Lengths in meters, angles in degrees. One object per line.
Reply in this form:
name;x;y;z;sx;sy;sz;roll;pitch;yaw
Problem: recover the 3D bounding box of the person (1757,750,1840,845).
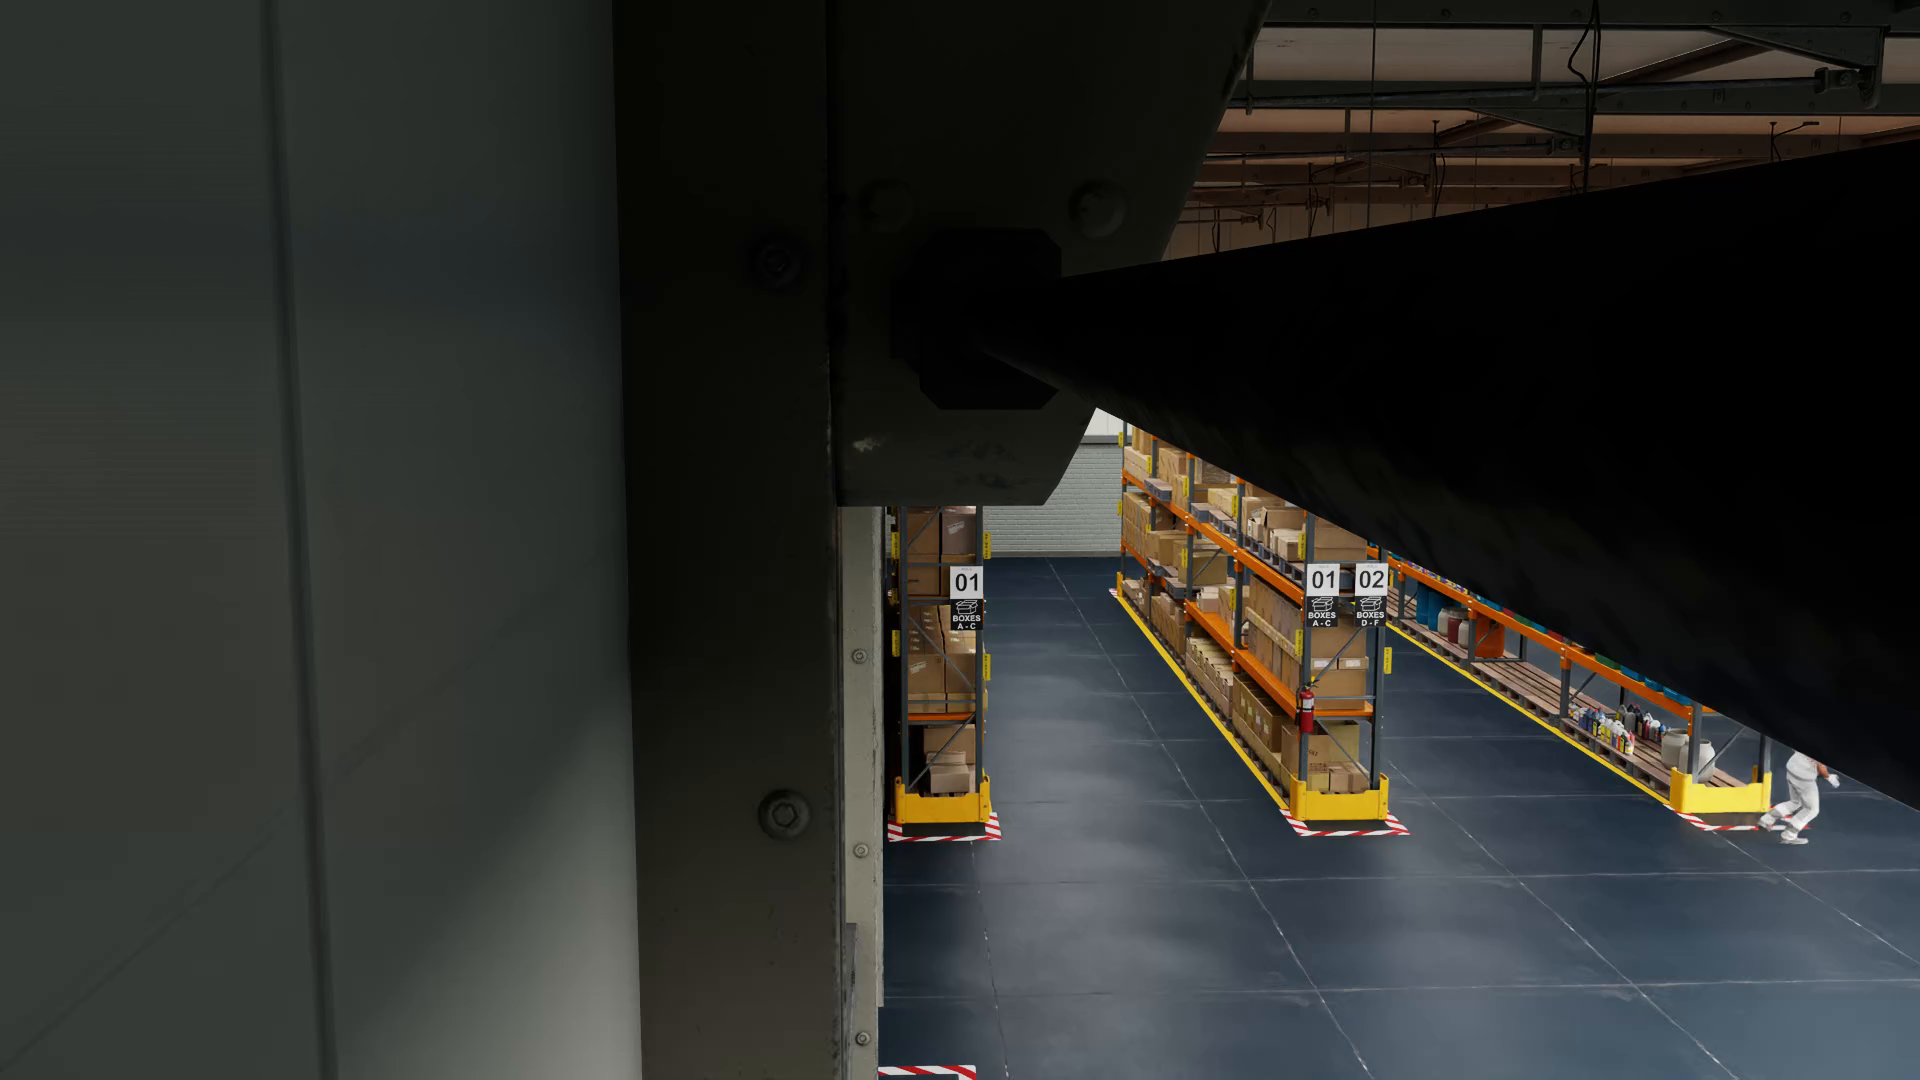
person;9.917;2.791;19.525;0.911;1.626;0.642;1;8;8
